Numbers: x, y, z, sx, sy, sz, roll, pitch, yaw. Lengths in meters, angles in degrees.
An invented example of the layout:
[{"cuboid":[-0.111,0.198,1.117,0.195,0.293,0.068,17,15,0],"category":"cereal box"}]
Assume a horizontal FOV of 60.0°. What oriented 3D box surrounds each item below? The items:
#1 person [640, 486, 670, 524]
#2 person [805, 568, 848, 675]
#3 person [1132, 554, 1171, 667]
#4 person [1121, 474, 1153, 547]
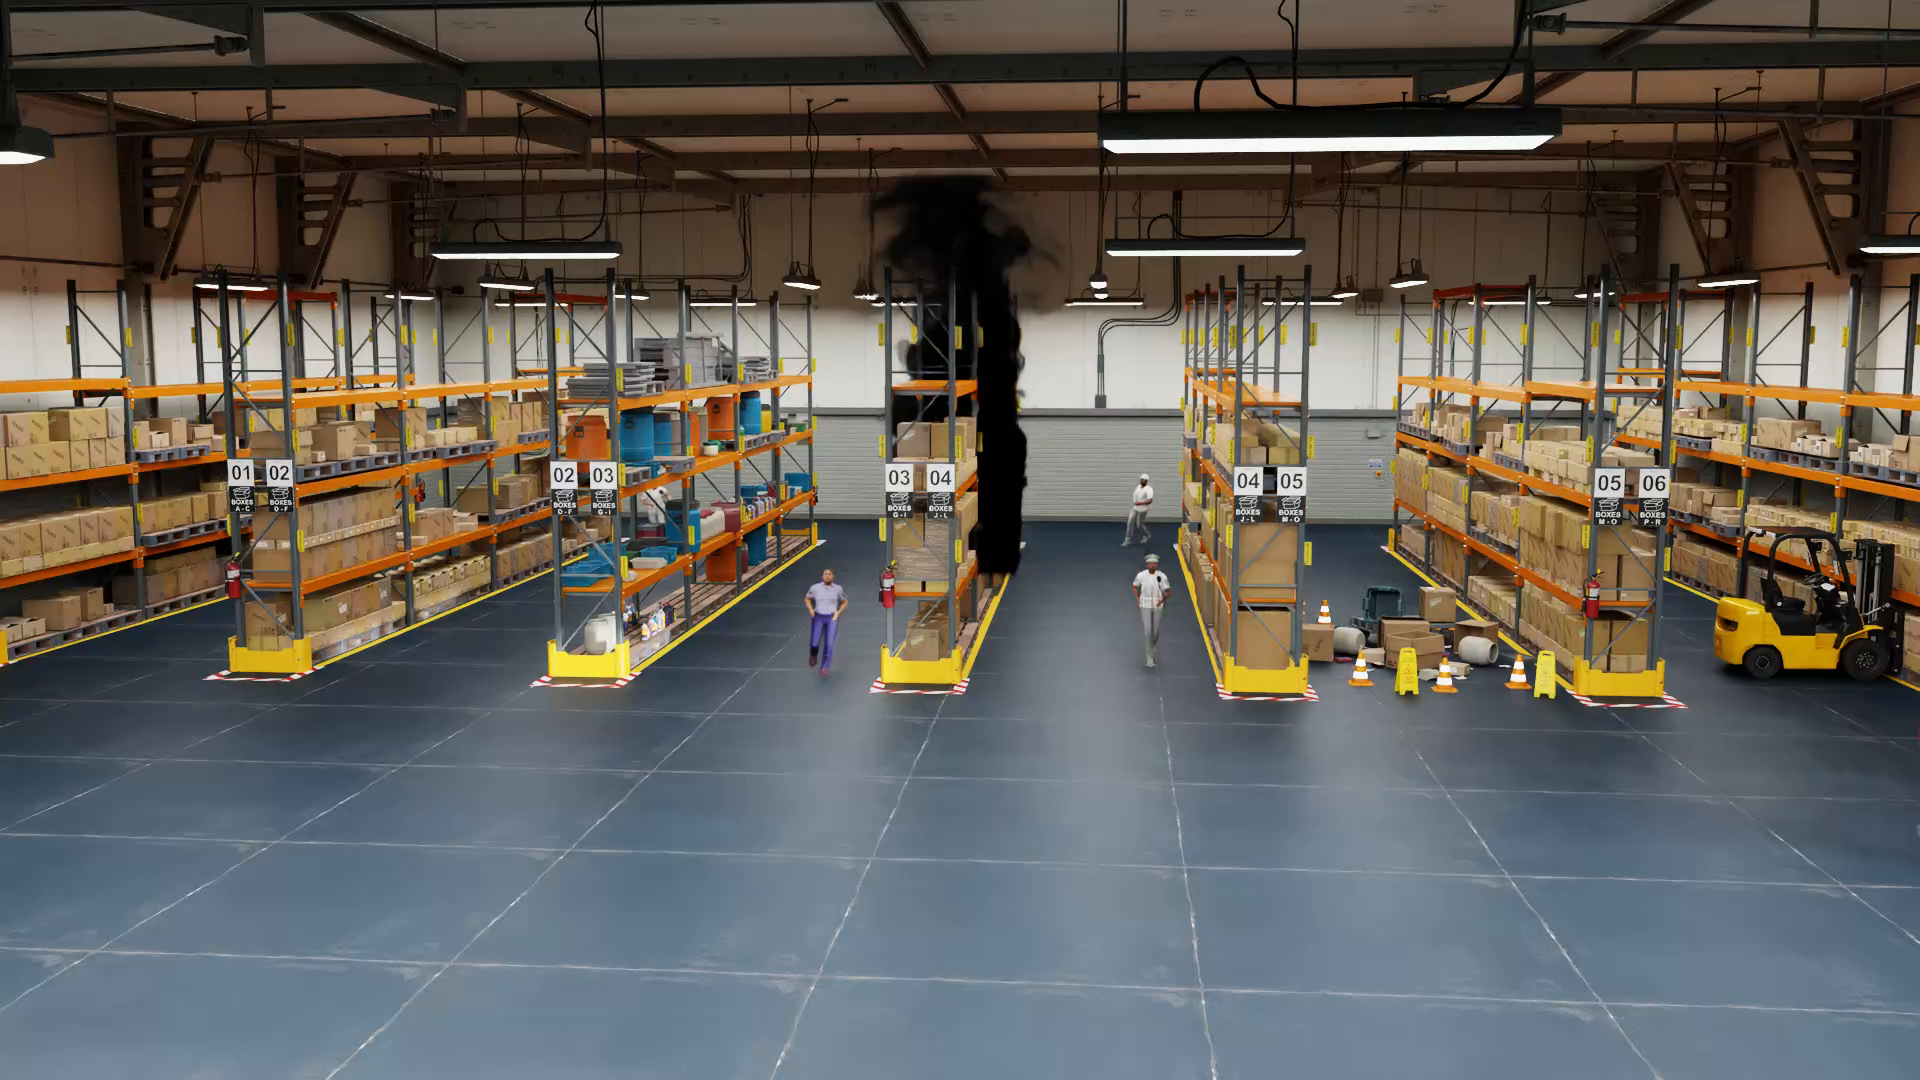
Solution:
[{"cuboid":[-7.202,-0.641,39.336,0.690,1.809,0.630,-1,7,-8],"category":"person"},{"cuboid":[-1.992,1.208,24.880,0.646,1.606,0.553,-1,7,-4],"category":"person"},{"cuboid":[2.962,1.051,25.723,0.596,1.705,0.838,0,7,2],"category":"person"},{"cuboid":[4.312,-0.718,39.859,0.912,1.748,0.733,-5,9,-36],"category":"person"}]
